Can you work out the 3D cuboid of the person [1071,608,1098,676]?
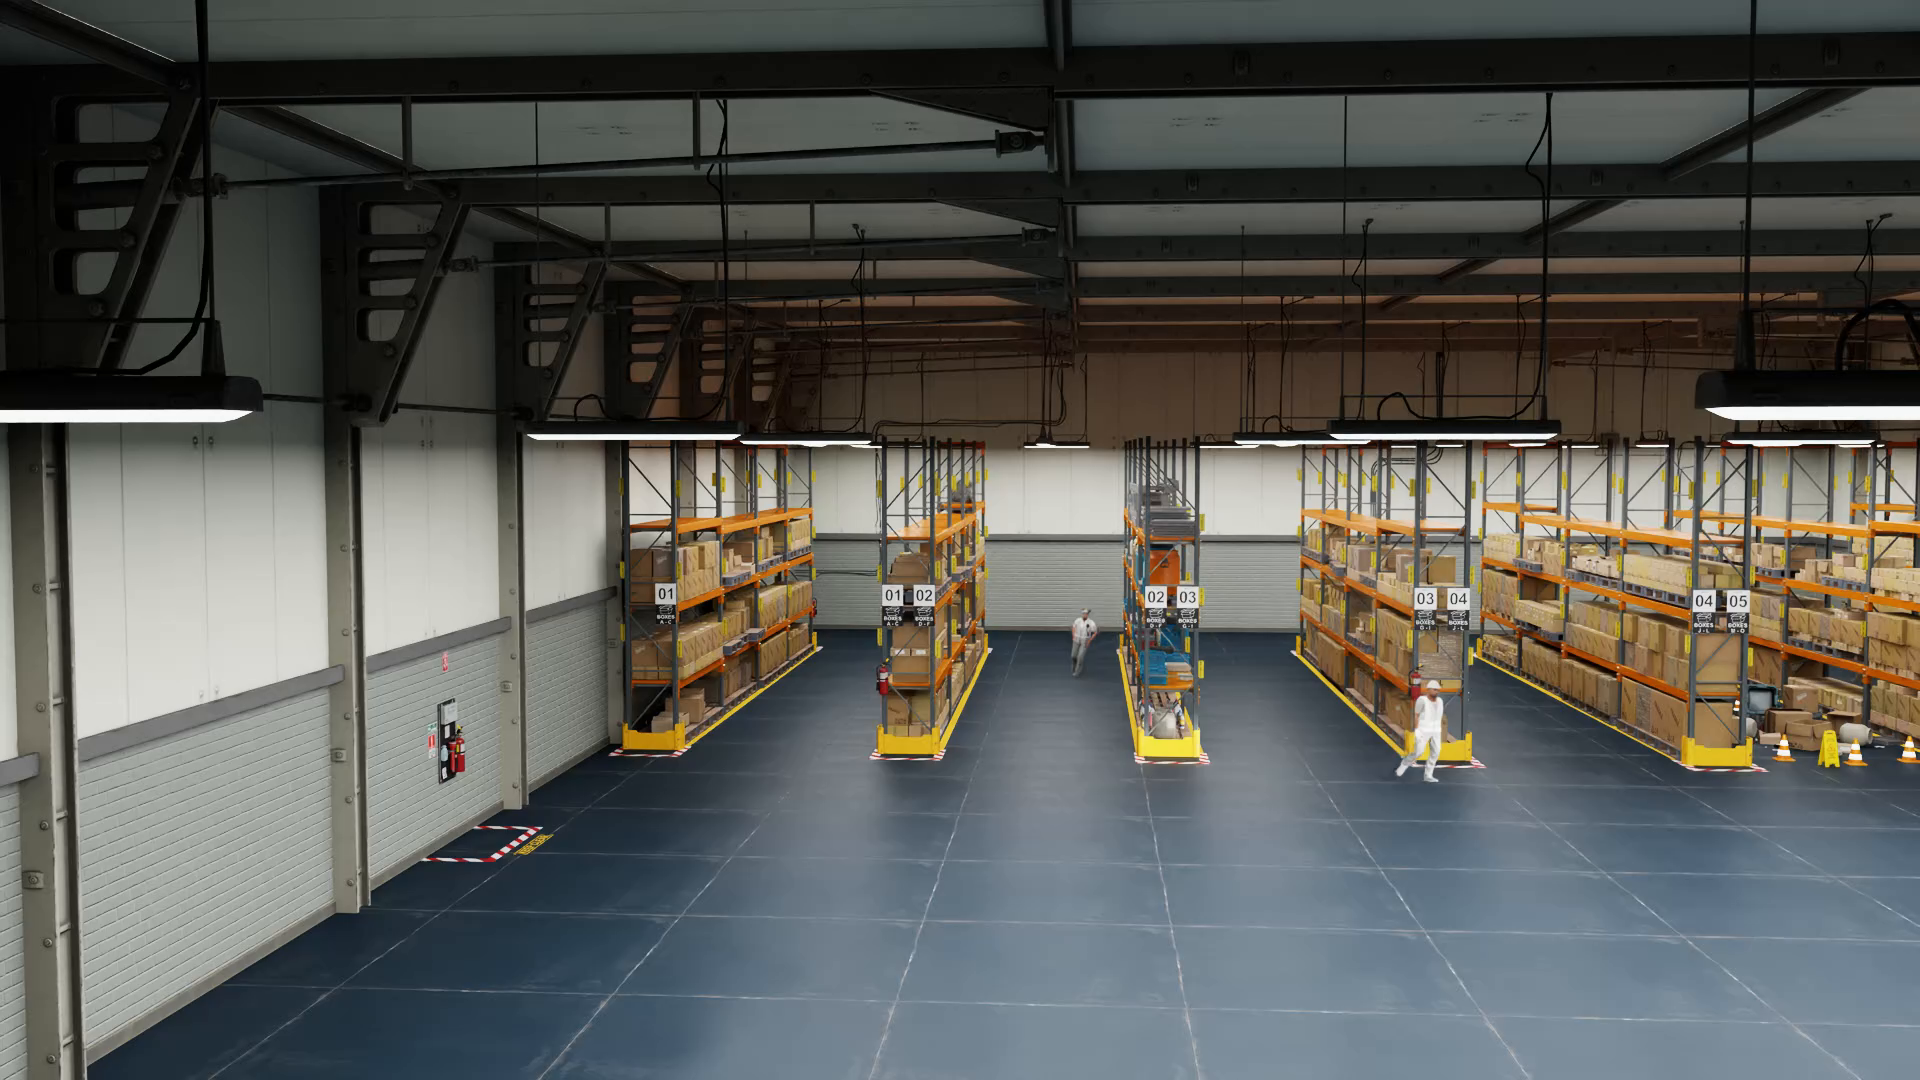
[{"bbox_3d":[3.162,2.591,42.547,0.748,1.729,0.584,1,3,16],"label":"person"}]

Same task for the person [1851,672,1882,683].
[{"bbox_3d":[22.266,2.681,40.779,0.663,1.693,0.926,-1,3,-11],"label":"person"}]

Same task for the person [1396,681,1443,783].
[{"bbox_3d":[7.971,3.293,28.740,0.732,1.756,0.614,-1,3,-20],"label":"person"}]
